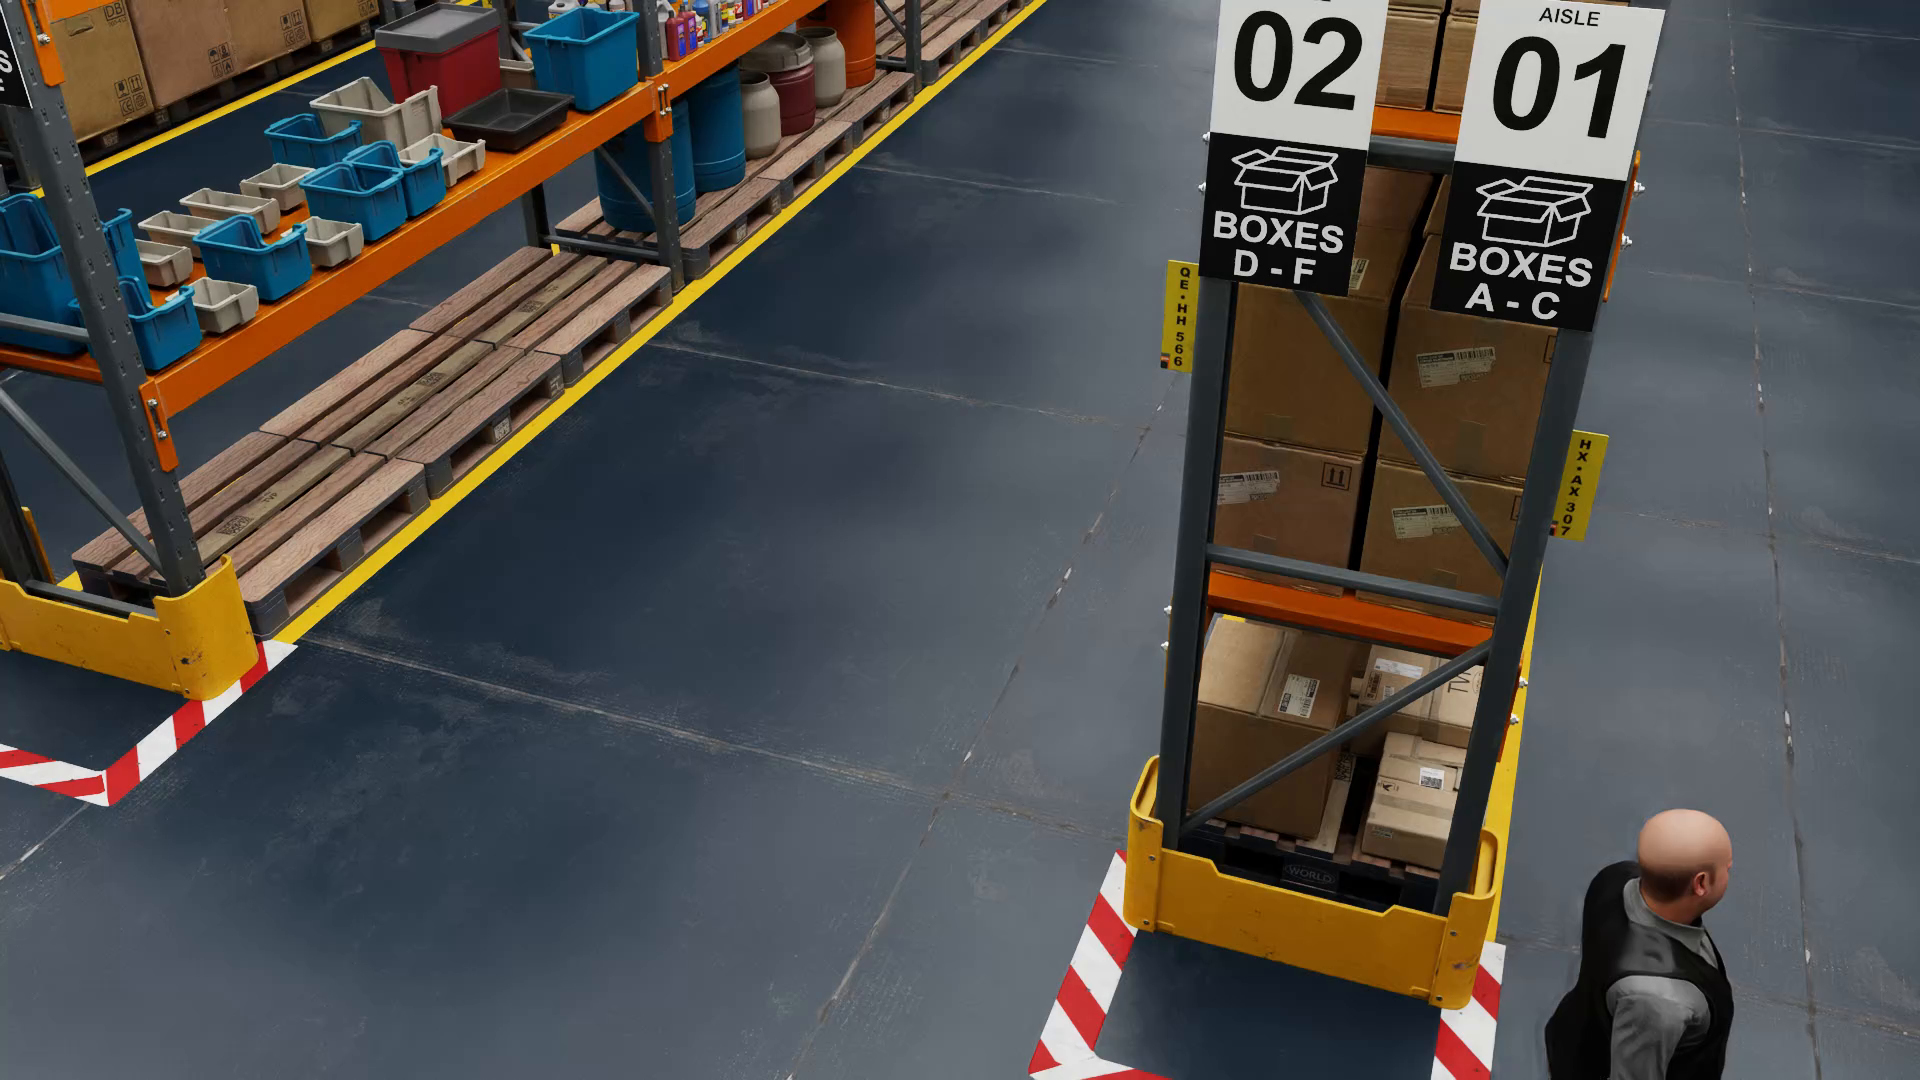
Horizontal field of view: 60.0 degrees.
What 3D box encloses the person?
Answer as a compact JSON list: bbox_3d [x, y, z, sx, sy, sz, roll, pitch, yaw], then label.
[{"bbox_3d":[1.642,1.361,4.053,0.445,1.721,0.575,6,33,9],"label":"person"}]
